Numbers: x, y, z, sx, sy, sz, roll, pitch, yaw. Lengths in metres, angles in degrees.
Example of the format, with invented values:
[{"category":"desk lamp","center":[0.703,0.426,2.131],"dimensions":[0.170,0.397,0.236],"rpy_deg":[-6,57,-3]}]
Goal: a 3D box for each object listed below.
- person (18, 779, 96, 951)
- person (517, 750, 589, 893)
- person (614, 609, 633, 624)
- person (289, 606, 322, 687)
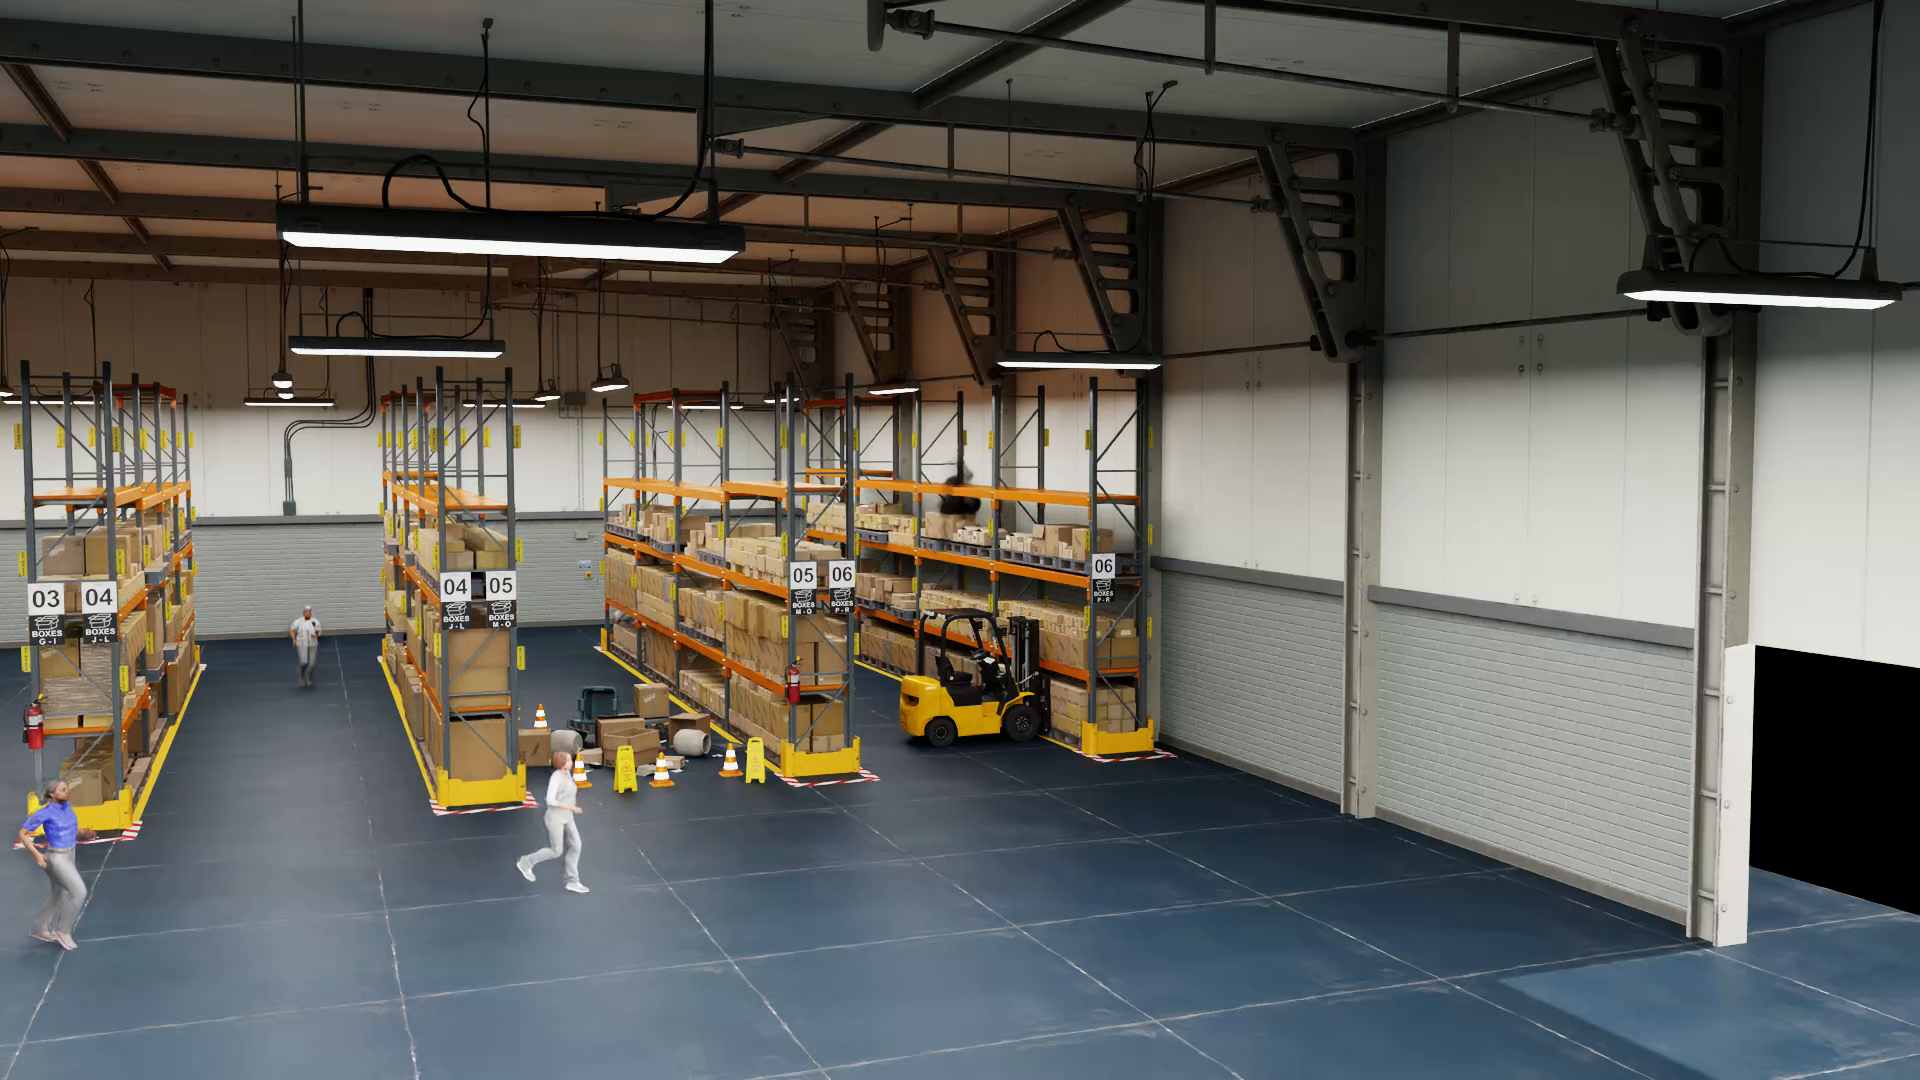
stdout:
[{"category":"person","center":[-8.855,3.196,16.385],"dimensions":[0.705,1.693,0.542],"rpy_deg":[0,3,-3]},{"category":"person","center":[-4.501,3.111,18.417],"dimensions":[0.809,1.589,0.525],"rpy_deg":[1,3,9]},{"category":"person","center":[-8.278,1.675,41.096],"dimensions":[0.547,1.712,0.773],"rpy_deg":[1,4,17]},{"category":"person","center":[-13.181,2.154,33.590],"dimensions":[0.582,1.644,0.635],"rpy_deg":[-2,4,-32]}]
